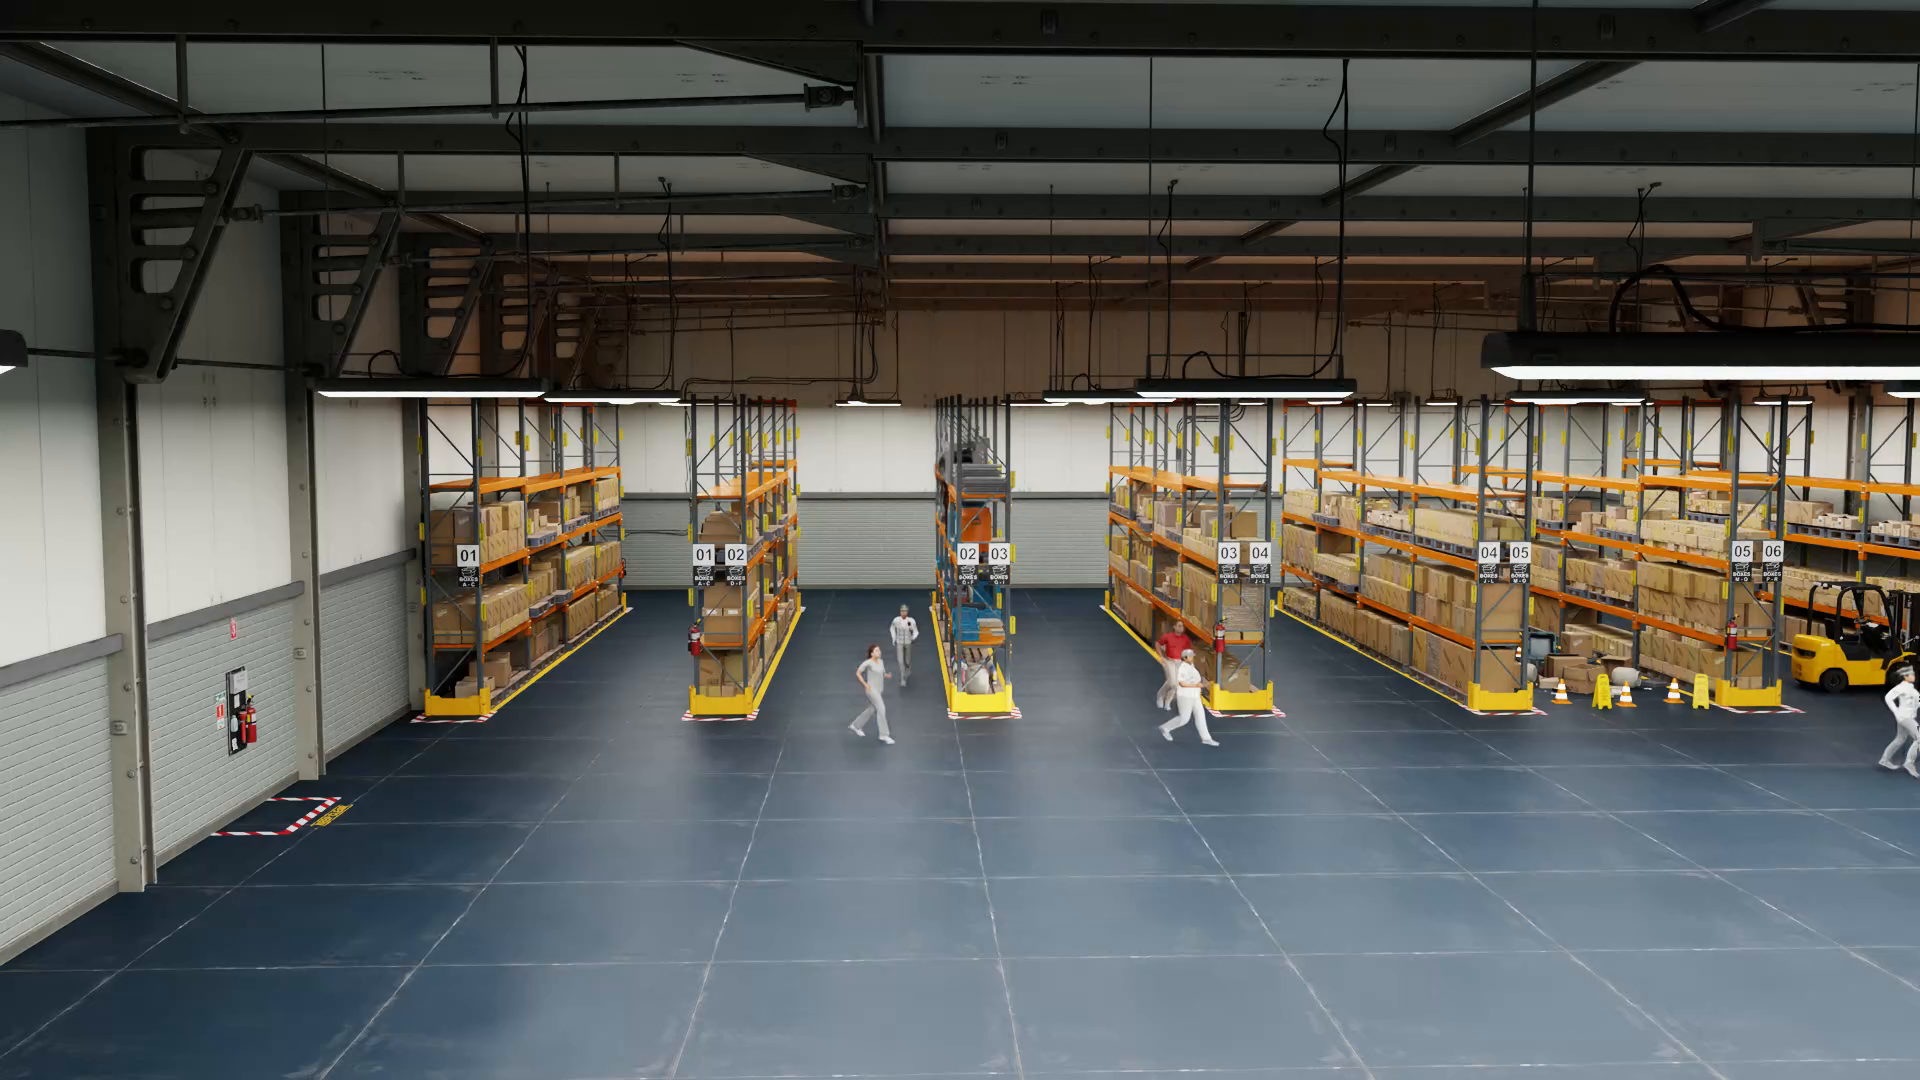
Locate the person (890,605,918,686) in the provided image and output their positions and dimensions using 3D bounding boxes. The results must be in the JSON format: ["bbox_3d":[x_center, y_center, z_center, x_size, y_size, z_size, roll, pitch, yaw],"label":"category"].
[{"bbox_3d":[-1.171,2.165,34.730,0.589,1.676,0.821,0,4,-2],"label":"person"}]

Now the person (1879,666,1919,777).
[{"bbox_3d":[14.833,2.832,26.050,0.704,1.744,0.577,3,6,37],"label":"person"}]

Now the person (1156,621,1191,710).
[{"bbox_3d":[4.120,2.397,31.739,0.673,1.699,0.573,-2,5,-19],"label":"person"}]

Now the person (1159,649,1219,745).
[{"bbox_3d":[3.899,2.659,28.218,1.021,1.627,0.619,3,5,30],"label":"person"}]

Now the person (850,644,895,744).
[{"bbox_3d":[-1.492,2.630,28.669,0.894,1.693,0.552,2,5,28],"label":"person"}]
